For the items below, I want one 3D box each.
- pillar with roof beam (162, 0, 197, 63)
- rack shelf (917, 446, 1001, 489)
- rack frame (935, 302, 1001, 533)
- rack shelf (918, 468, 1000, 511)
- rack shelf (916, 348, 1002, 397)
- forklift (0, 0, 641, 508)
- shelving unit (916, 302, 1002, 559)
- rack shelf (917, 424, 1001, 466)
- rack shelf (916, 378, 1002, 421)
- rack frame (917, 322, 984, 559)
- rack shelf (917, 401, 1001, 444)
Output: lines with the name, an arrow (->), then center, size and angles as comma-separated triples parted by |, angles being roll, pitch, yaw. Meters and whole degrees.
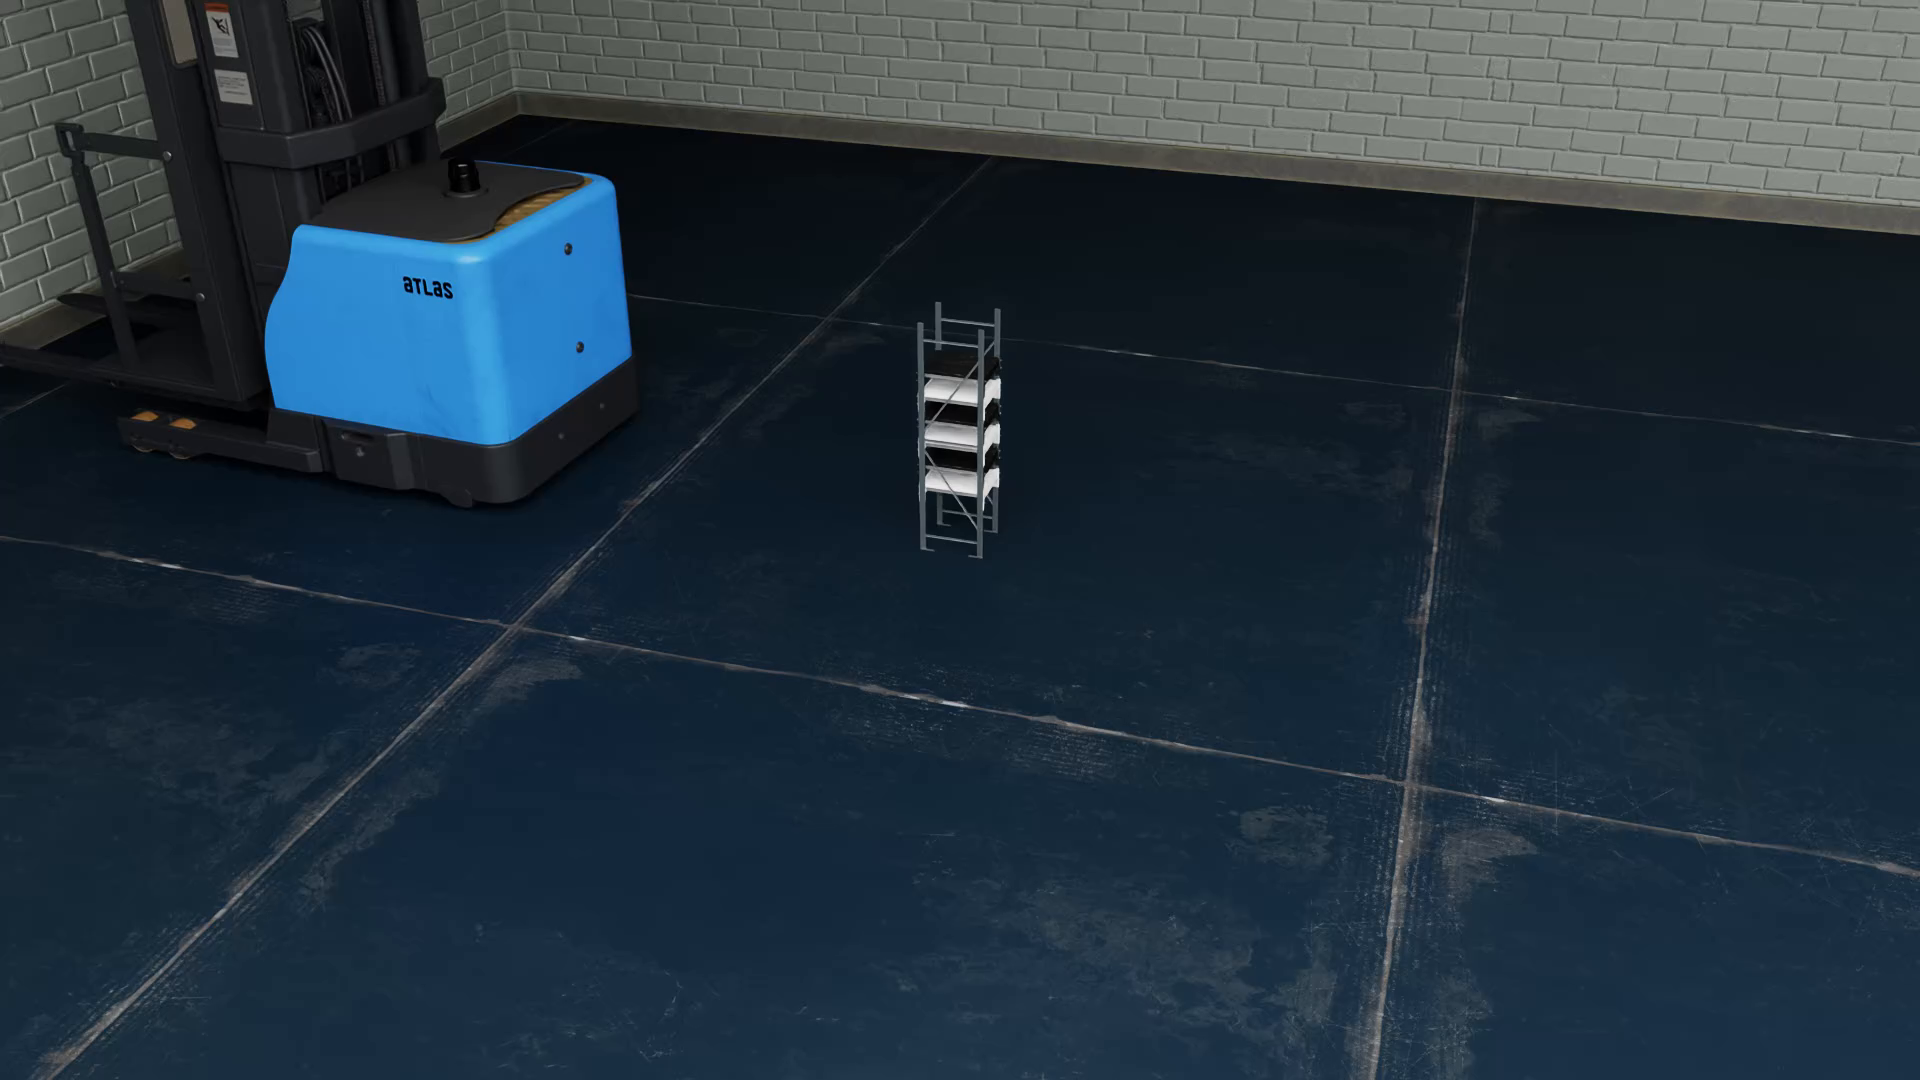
pillar with roof beam -> 0.289, -4.887, 5.778 | 9.100, 9.000, 0.400 | 8, 30, 15
rack shelf -> -0.002, -0.282, 6.084 | 0.258, 0.077, 0.200 | 8, 30, 15
rack frame -> 0.027, -0.437, 6.109 | 0.240, 0.900, 0.006 | 8, 30, 15
rack shelf -> -0.002, -0.203, 6.128 | 0.258, 0.077, 0.200 | 8, 30, 15
rack shelf -> -0.002, -0.596, 5.909 | 0.258, 0.077, 0.200 | 8, 30, 15
forklift -> -2.939, -1.839, 6.541 | 3.031, 2.935, 1.130 | 10, 31, 18
shelving unit -> -0.002, -0.389, 6.024 | 0.258, 0.900, 0.210 | 8, 30, 15
rack shelf -> -0.002, -0.360, 6.041 | 0.258, 0.077, 0.200 | 8, 30, 15
rack shelf -> -0.002, -0.518, 5.953 | 0.258, 0.077, 0.200 | 8, 30, 15
rack frame -> -0.032, -0.342, 5.940 | 0.240, 0.900, 0.006 | 8, 30, 15
rack shelf -> -0.002, -0.439, 5.997 | 0.258, 0.077, 0.200 | 8, 30, 15
